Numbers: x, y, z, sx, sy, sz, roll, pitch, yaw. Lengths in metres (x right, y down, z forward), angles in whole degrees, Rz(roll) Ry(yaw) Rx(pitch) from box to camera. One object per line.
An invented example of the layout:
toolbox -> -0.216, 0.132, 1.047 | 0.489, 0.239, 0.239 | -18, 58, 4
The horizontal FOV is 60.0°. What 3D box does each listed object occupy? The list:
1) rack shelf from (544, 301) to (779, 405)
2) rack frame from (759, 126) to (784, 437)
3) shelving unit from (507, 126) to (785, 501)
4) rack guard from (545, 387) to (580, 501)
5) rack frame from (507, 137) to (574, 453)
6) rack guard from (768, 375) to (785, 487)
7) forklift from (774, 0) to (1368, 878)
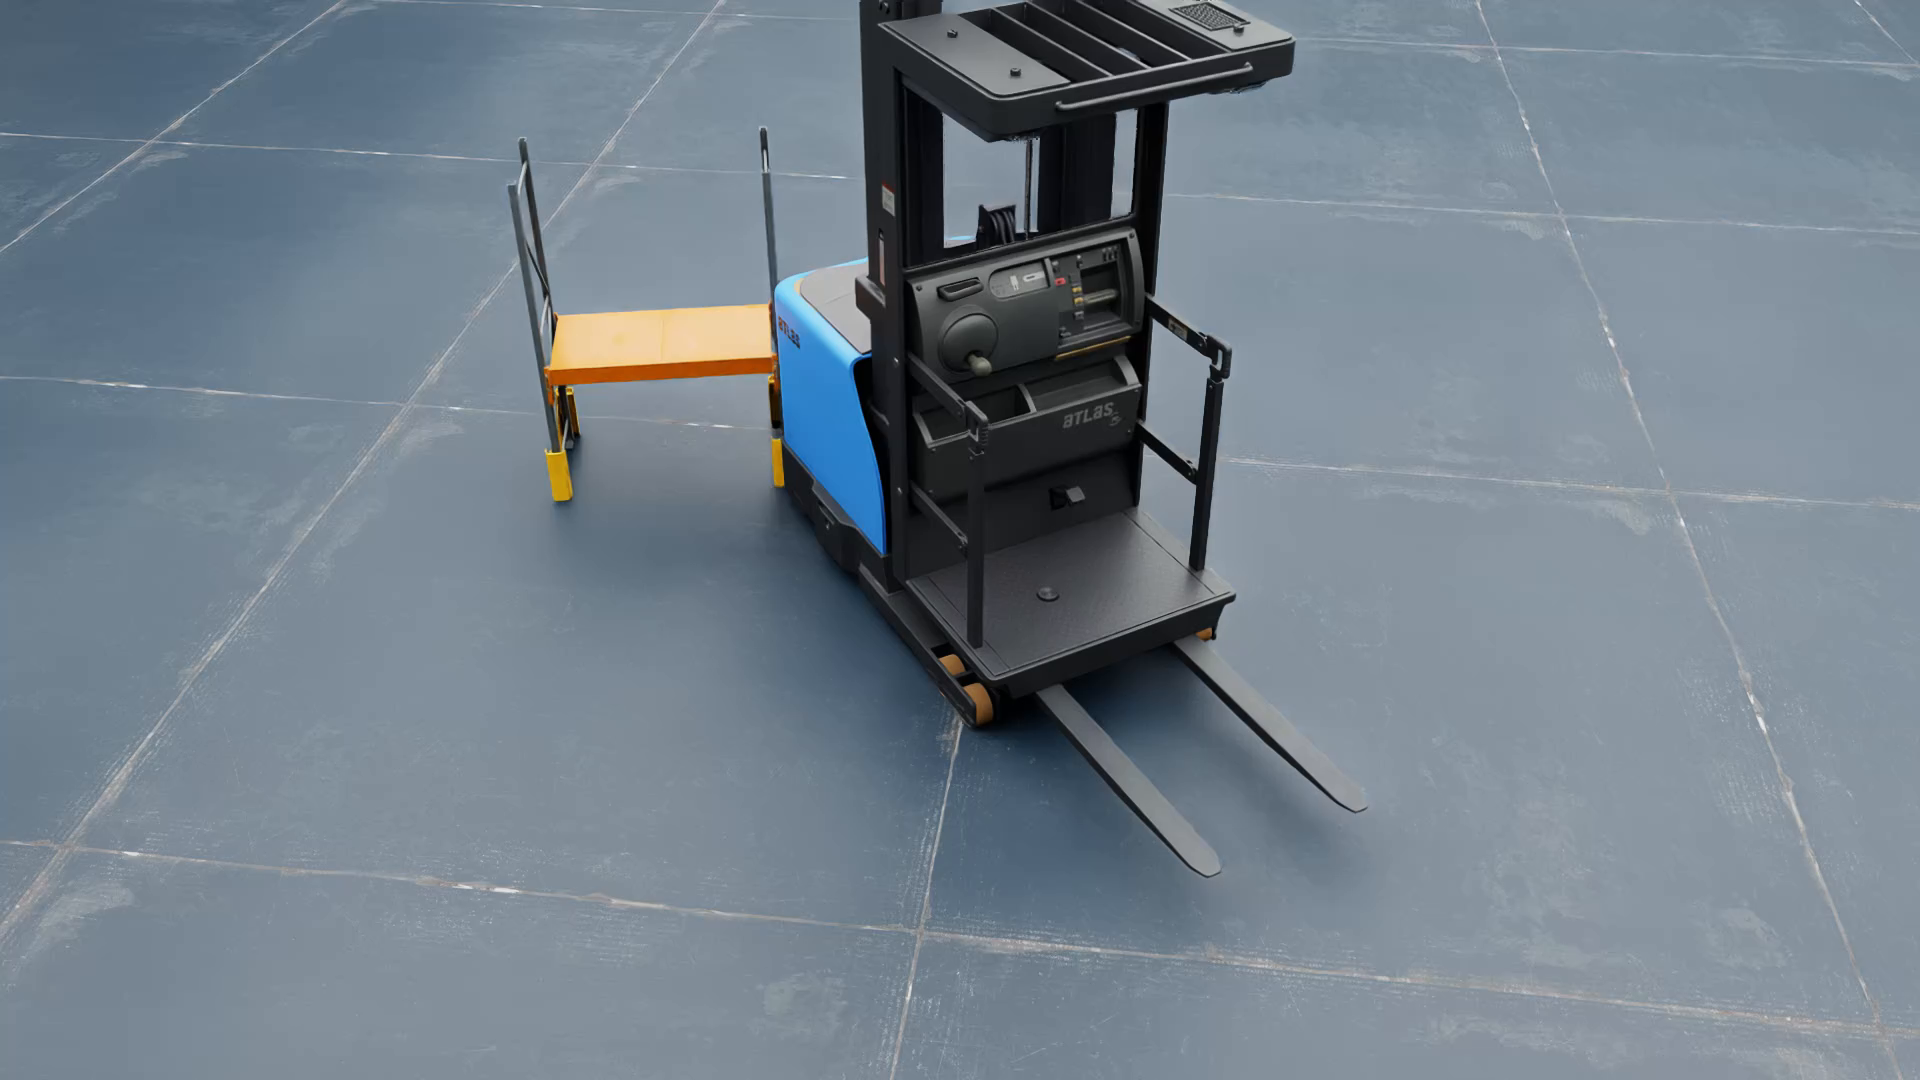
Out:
rack shelf -> -1.324, -0.845, 7.453 | 1.000, 0.185, 0.538 | -4, 36, -6
rack frame -> -0.819, -1.027, 7.397 | 0.032, 1.500, 0.500 | -4, 36, -6
shelving unit -> -1.333, -0.991, 7.347 | 1.083, 1.500, 0.587 | -4, 36, -6
rack guard -> -1.828, -0.448, 7.662 | 0.087, 0.250, 0.587 | -4, 36, -6
rack frame -> -1.829, -0.956, 7.299 | 0.032, 1.500, 0.500 | -4, 36, -6
rack guard -> -0.839, -0.517, 7.759 | 0.087, 0.250, 0.587 | -4, 36, -6
forklift -> 0.360, -0.791, 5.835 | 1.130, 2.935, 3.031 | -18, 39, -23
